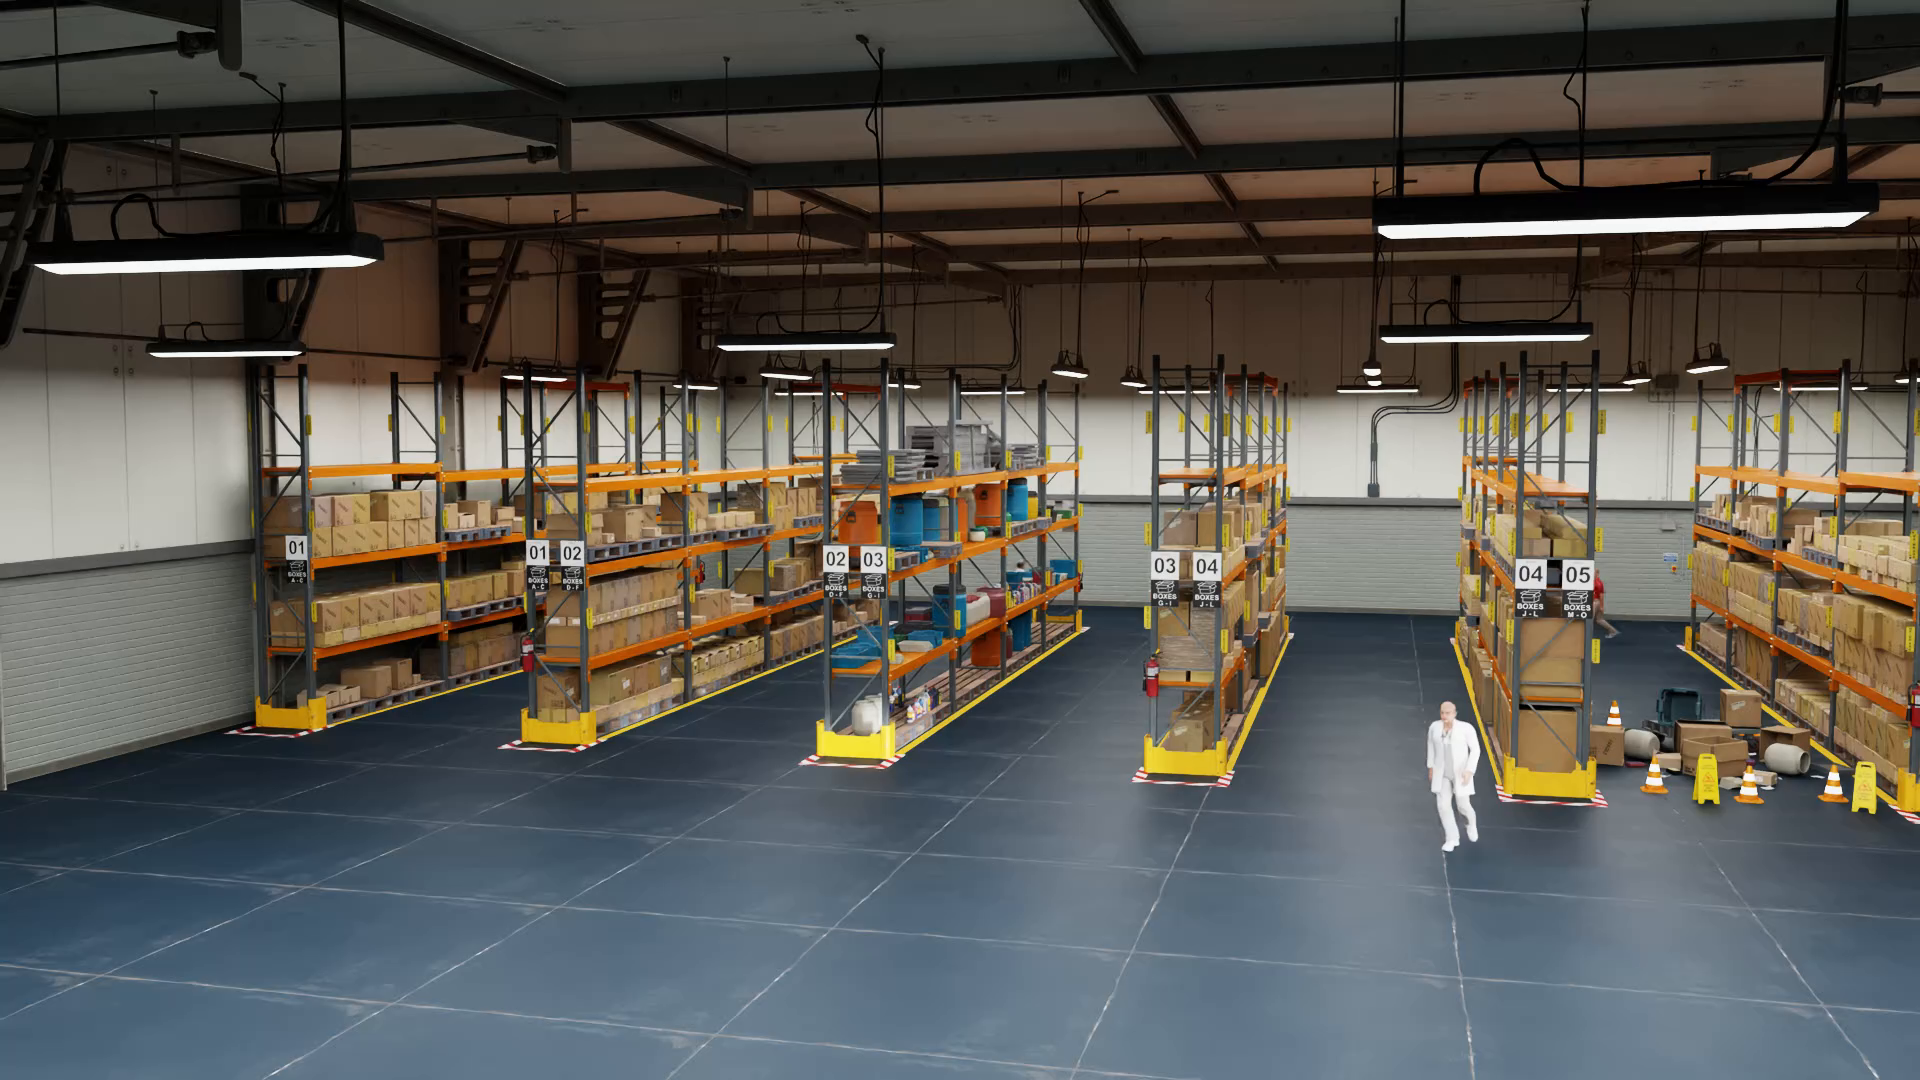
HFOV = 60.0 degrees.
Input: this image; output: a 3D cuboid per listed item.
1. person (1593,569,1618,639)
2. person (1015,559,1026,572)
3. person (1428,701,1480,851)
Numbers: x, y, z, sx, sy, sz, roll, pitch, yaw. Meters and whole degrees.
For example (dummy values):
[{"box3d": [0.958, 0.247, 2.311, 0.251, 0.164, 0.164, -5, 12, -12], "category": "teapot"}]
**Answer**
[{"box3d": [14.701, 1.501, 38.428, 0.999, 1.682, 0.519, 1, 4, 14], "category": "person"}, {"box3d": [1.494, 1.297, 41.703, 0.724, 1.661, 0.472, -2, 4, -22], "category": "person"}, {"box3d": [5.893, 2.768, 19.803, 0.641, 1.757, 0.750, 2, 5, 31], "category": "person"}]
